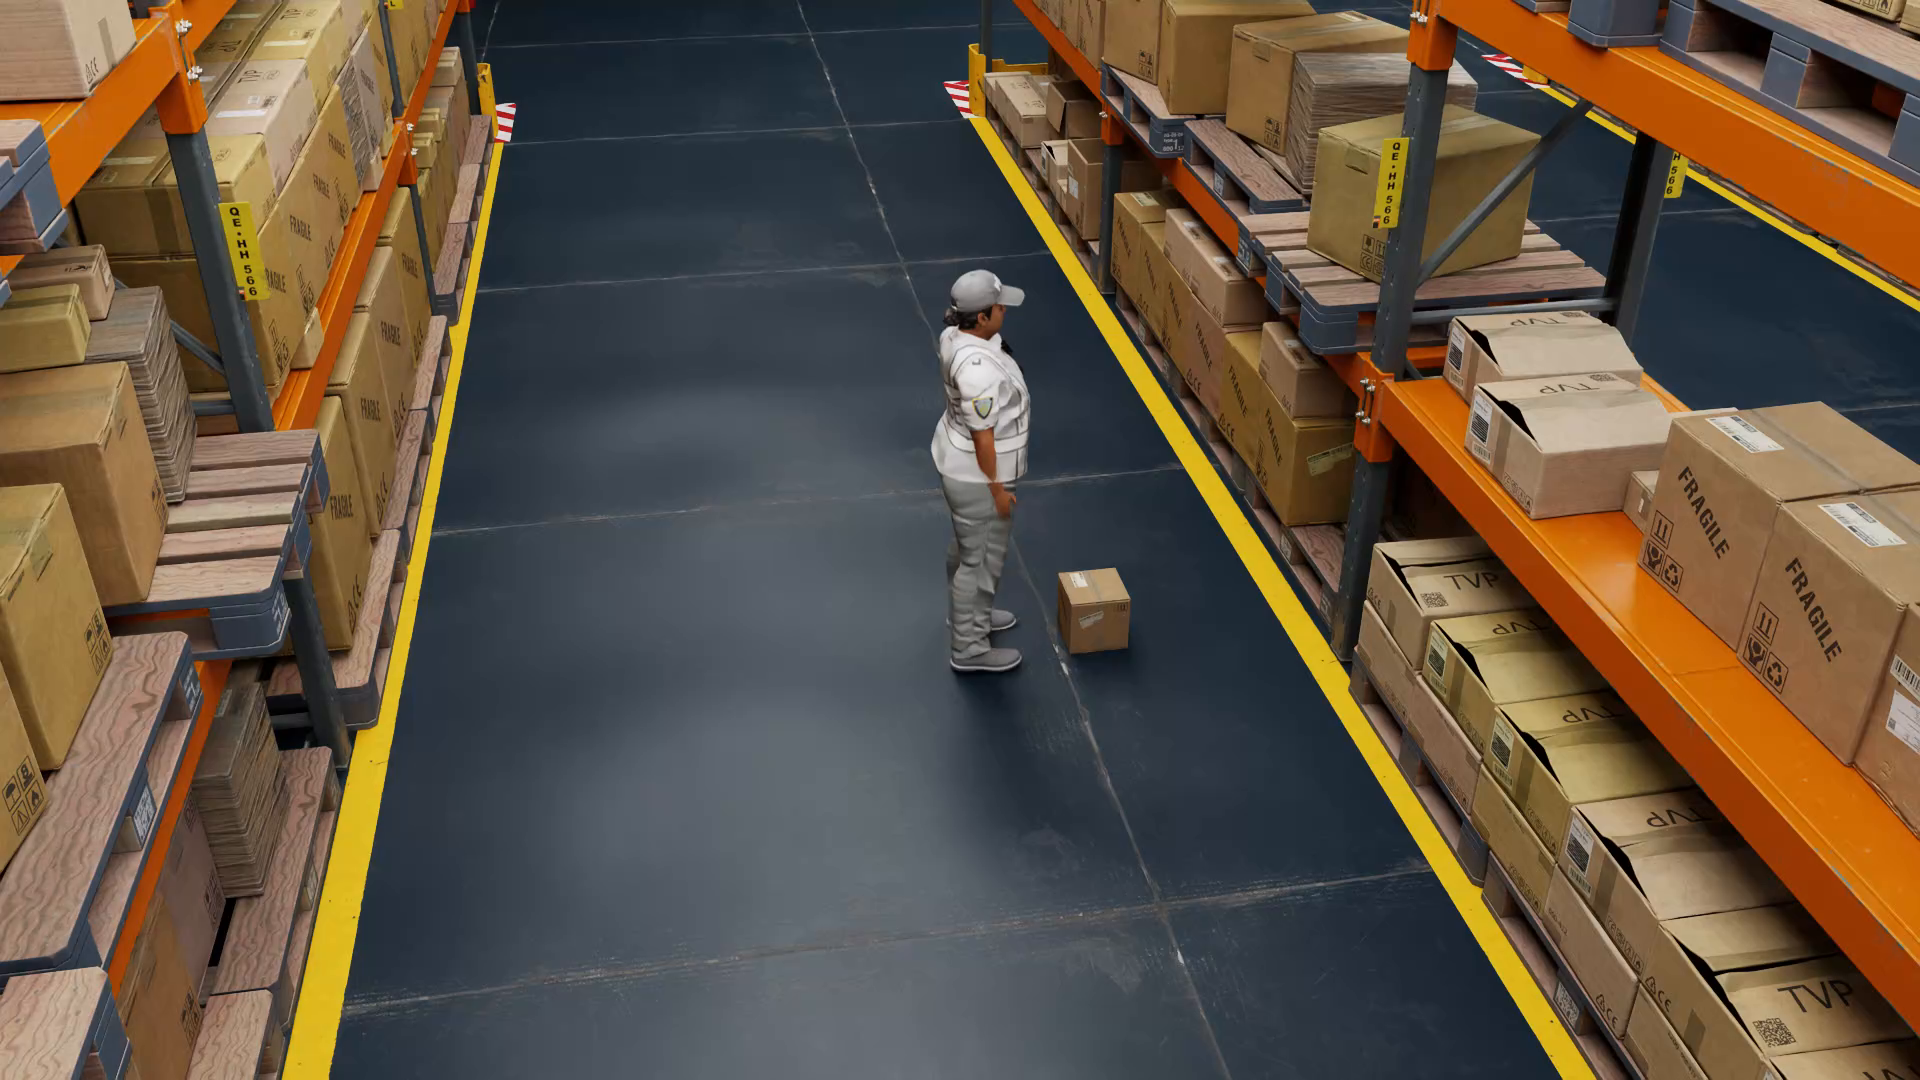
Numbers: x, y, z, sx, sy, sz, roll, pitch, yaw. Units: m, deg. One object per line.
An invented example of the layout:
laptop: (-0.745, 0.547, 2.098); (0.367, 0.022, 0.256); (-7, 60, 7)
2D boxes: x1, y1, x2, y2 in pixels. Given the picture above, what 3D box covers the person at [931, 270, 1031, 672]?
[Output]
person: (0.086, -0.276, 6.591); (0.387, 1.672, 0.475); (-5, 31, -8)
